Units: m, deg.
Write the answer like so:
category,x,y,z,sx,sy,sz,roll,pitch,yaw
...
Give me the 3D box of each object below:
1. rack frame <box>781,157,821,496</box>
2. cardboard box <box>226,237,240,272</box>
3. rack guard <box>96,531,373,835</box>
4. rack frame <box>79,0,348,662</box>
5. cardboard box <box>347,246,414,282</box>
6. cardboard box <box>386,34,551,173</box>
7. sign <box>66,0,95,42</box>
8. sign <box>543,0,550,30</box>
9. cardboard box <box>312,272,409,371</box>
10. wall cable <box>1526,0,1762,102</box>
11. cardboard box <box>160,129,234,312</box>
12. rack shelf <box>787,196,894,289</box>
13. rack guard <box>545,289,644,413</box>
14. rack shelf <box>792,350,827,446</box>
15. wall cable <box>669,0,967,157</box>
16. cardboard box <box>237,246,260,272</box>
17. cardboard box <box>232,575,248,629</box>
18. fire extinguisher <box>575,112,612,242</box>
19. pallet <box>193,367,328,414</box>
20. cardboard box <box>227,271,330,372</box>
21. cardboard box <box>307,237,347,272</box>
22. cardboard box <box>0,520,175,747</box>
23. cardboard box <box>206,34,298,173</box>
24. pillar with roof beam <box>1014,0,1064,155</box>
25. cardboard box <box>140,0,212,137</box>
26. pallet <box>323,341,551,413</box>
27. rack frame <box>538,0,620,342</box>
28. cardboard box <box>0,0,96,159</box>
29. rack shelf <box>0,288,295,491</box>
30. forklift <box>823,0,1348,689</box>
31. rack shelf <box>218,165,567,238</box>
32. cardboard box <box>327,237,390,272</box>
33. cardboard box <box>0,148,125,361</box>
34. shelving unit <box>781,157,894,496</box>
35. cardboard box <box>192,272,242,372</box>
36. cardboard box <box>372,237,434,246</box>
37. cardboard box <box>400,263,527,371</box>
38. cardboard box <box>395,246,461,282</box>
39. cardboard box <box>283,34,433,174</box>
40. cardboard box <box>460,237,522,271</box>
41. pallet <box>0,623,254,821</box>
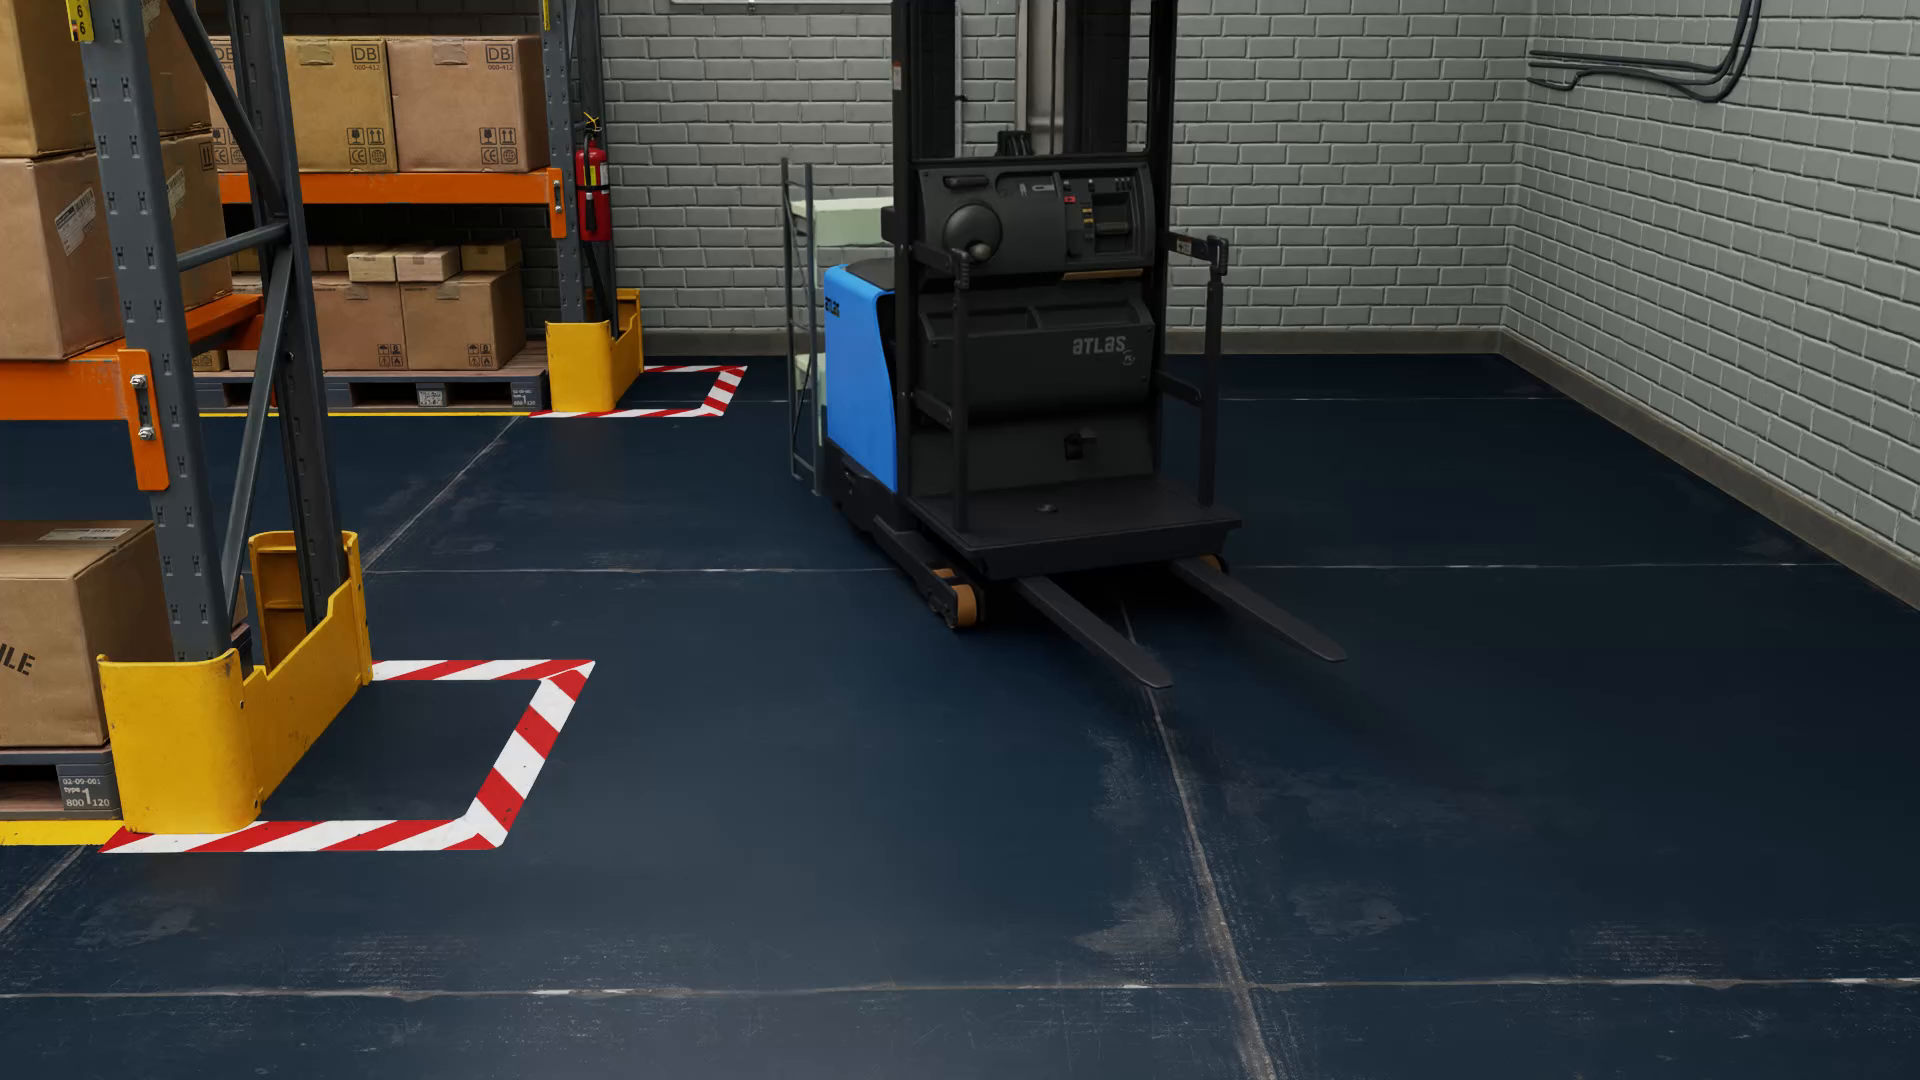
category,x,y,z,sx,sy,sz,roll,pitch,yaw
rack frame,-0.728,-0.974,7.624,0.023,1.500,0.400,-7,19,-21
cardboard box,-4.243,-1.655,9.639,0.250,0.149,0.380,-1,18,-2
rack guard,-2.140,0.387,5.023,0.348,0.500,1.175,0,18,-1
rack frame,-2.064,-0.804,4.642,0.127,3.000,1.000,0,18,-1
cardboard box,-3.226,-1.543,9.291,0.250,0.149,0.380,0,18,1
cardboard box,-2.656,-2.454,9.295,0.700,0.700,0.980,1,18,2
sign,-2.075,-1.336,3.888,0.005,0.325,0.100,0,18,-1
sign,-2.151,-2.815,8.629,0.005,0.325,0.100,0,18,-1
cardboard box,-3.345,-1.290,9.563,0.500,0.500,0.700,0,18,-1
wall cable,3.515,-3.613,8.661,0.112,2.526,3.097,0,18,-1
cardboard box,-2.512,-0.930,4.871,0.500,0.500,0.500,0,18,0
rack shelf,-0.391,-1.388,7.639,0.720,0.370,0.431,-7,19,-21
rack guard,-2.122,-1.126,9.741,0.348,0.500,1.175,0,18,-1
rack shelf,-0.389,-0.705,7.855,0.720,0.370,0.431,-7,19,-21
wall cable,-0.881,-3.095,10.123,1.851,1.984,0.084,0,18,-1
cardboard box,-3.990,-1.656,9.643,0.250,0.149,0.380,0,18,0
cardboard box,-2.488,0.241,5.331,0.250,0.149,0.380,0,18,-1
fire extinguisher,-1.988,-1.962,8.990,0.183,0.674,0.296,0,18,-1
pallet,-4.161,-0.956,9.682,1.213,0.211,1.003,0,18,-1
cardboard box,-3.848,-1.287,9.555,0.500,0.500,0.700,-1,18,-3
cardboard box,-3.734,-1.658,9.647,0.250,0.149,0.380,0,18,0
cardboard box,-2.604,0.255,4.714,0.500,0.500,0.500,0,18,-1
cardboard box,-4.146,-2.446,9.271,0.700,0.700,0.980,-1,18,-4
pillar with roof beam,0.608,-4.136,5.207,0.400,9.000,9.100,0,18,-1
cardboard box,-2.512,-1.406,4.718,0.500,0.500,0.500,0,18,1
pallet,-2.944,-0.961,9.698,1.213,0.211,1.003,0,18,-1
rack frame,-2.146,-2.317,9.358,0.127,3.000,1.000,0,18,-1
cardboard box,-2.505,-1.241,4.206,0.500,0.500,0.500,0,18,-1
rack shelf,-4.064,-0.451,4.722,4.000,0.370,1.077,0,18,-1
forklift,0.372,-1.213,6.030,1.130,2.935,3.031,-6,19,-19
rack shelf,-4.146,-1.964,9.438,4.000,0.370,1.077,0,18,-1
cardboard box,-3.479,-1.659,9.652,0.250,0.149,0.380,0,18,0
cardboard box,-2.508,-0.766,4.361,0.500,0.500,0.500,0,18,1
shelving unit,-0.390,-1.016,7.757,0.755,1.500,0.431,-7,19,-21
cardboard box,-4.381,-1.282,9.540,0.500,0.500,0.700,0,18,0
cardboard box,-3.229,-1.660,9.655,0.250,0.149,0.380,0,18,-1
cardboard box,-2.844,-1.292,9.570,0.500,0.500,0.700,0,18,-1
cardboard box,-2.970,-1.545,9.296,0.250,0.149,0.380,0,18,-2
cardboard box,-3.383,-2.447,9.274,0.700,0.700,0.980,0,18,-1
cardboard box,-2.723,-1.663,9.664,0.250,0.149,0.380,0,18,0
pallet,-2.937,0.529,5.054,1.213,0.211,1.003,0,18,-1
